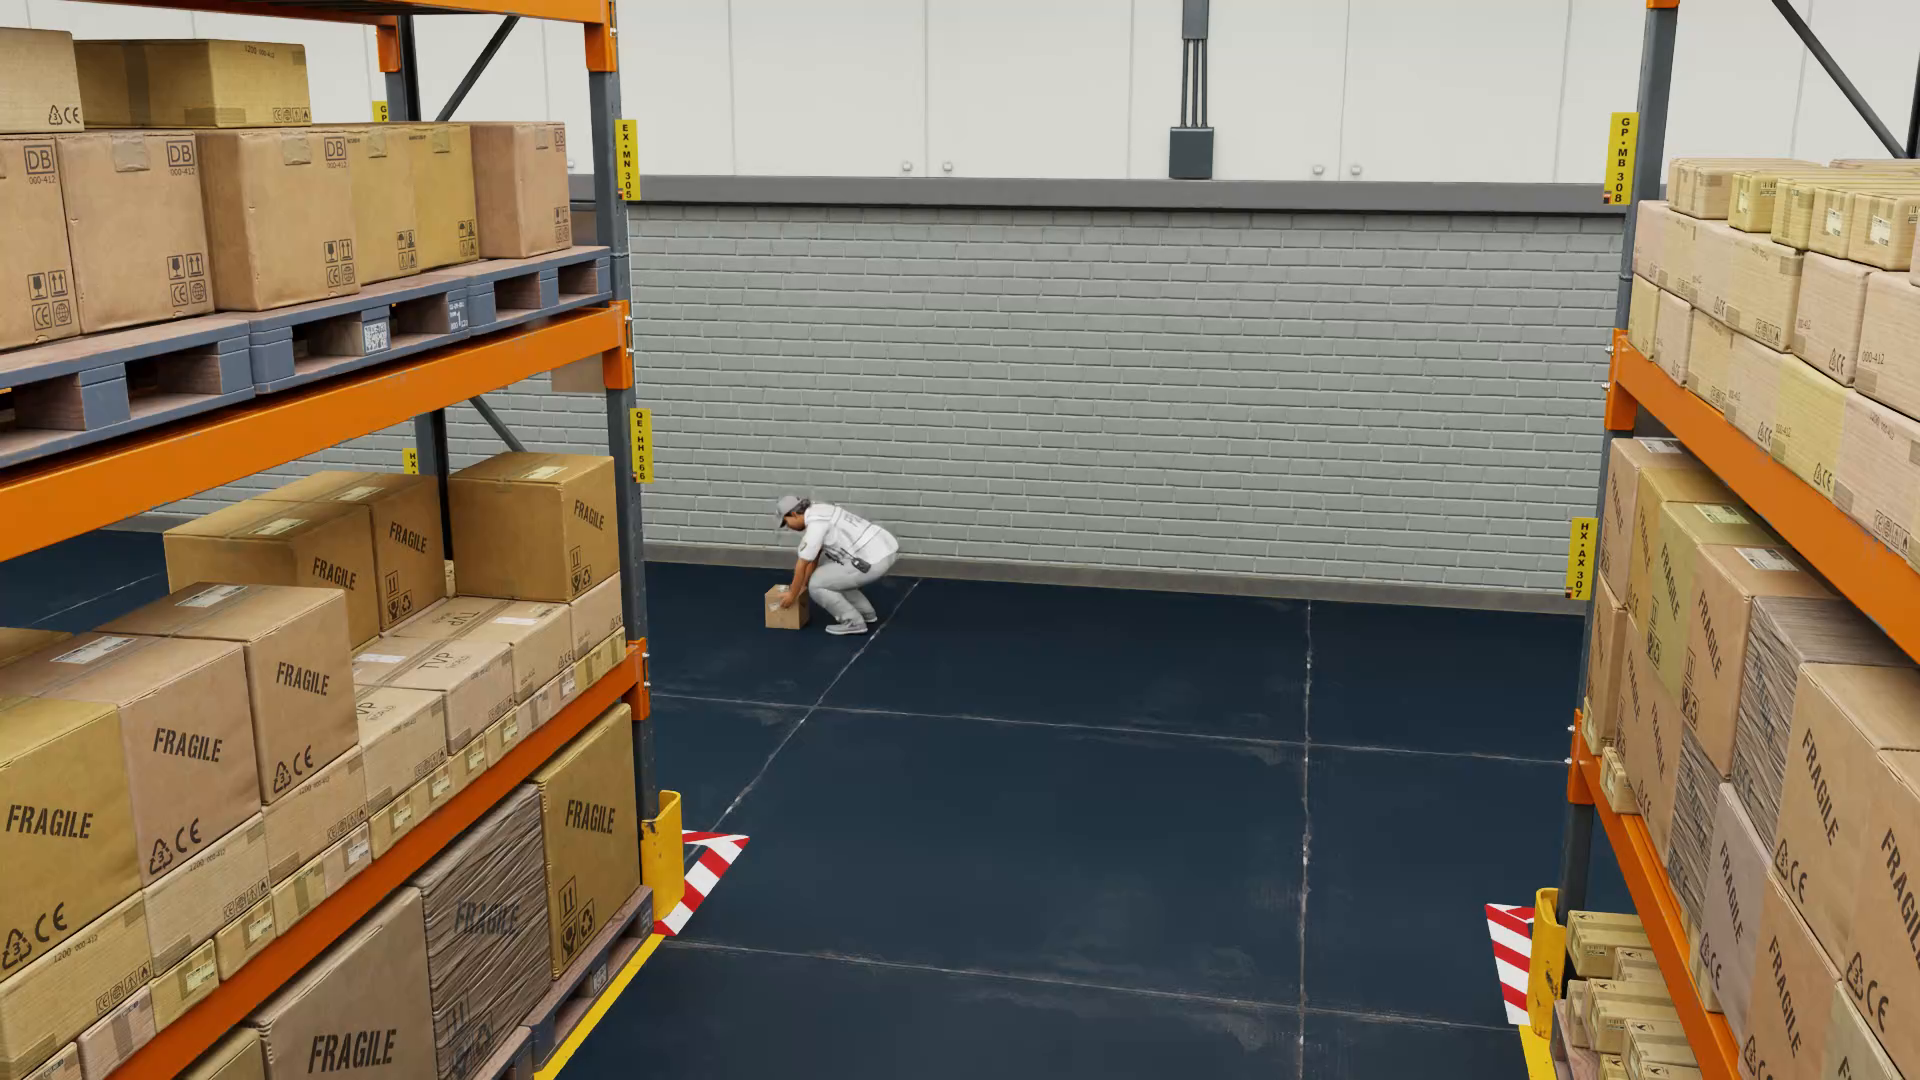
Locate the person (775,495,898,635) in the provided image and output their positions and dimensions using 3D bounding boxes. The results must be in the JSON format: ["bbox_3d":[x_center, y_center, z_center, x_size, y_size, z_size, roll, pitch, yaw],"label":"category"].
[{"bbox_3d":[-0.882,0.161,11.777,0.830,0.969,0.525,3,15,11],"label":"person"}]
